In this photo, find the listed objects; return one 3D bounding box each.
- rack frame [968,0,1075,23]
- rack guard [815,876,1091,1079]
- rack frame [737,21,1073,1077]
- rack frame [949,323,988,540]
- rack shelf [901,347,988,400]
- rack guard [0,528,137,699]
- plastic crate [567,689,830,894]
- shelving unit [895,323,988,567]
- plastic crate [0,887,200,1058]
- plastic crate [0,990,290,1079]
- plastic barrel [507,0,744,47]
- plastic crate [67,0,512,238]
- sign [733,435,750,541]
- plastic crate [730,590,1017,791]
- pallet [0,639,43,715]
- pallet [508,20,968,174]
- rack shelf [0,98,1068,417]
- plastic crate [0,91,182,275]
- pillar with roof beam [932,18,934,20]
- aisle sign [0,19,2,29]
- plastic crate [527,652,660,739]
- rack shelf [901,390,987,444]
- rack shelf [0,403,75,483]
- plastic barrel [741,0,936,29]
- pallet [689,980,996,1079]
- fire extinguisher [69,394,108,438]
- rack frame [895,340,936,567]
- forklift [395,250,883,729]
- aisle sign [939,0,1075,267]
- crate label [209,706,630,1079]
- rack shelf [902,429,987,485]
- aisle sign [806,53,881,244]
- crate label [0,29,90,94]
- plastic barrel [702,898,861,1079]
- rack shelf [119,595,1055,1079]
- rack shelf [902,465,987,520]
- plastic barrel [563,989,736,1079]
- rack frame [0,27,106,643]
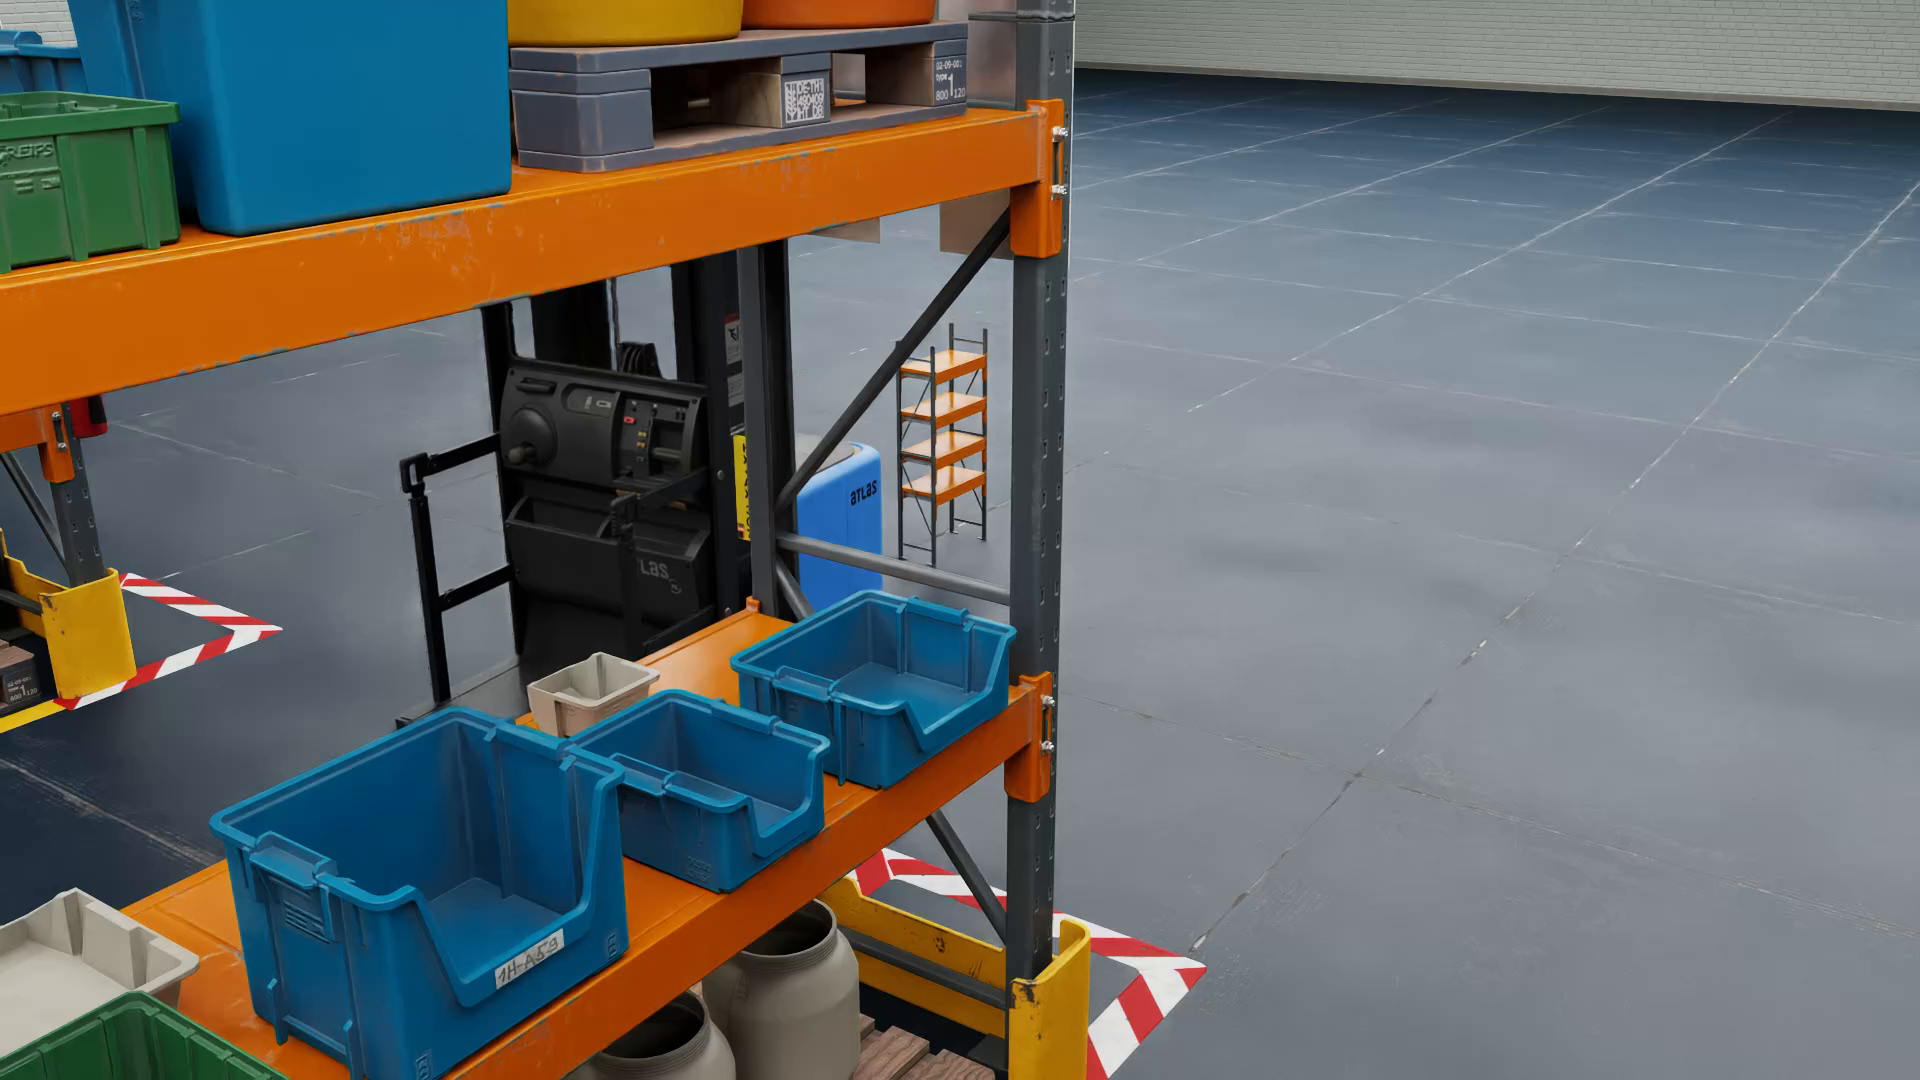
[{"bbox_3d":[-0.175,-2.725,3.661,1.000,3.000,0.127,13,24,32],"label":"rack frame"},{"bbox_3d":[-0.179,1.292,5.051,1.175,0.500,0.348,13,24,32],"label":"rack guard"},{"bbox_3d":[-0.175,0.089,4.702,1.000,3.000,0.127,13,24,32],"label":"rack frame"},{"bbox_3d":[0.044,-0.585,9.118,0.240,1.200,0.015,13,24,32],"label":"rack frame"},{"bbox_3d":[-0.093,-0.884,8.792,0.258,0.148,0.480,13,24,32],"label":"rack shelf"},{"bbox_3d":[-4.314,0.317,7.688,1.175,0.500,0.348,13,24,32],"label":"rack guard"},{"bbox_3d":[-0.579,0.546,3.681,0.499,0.251,0.408,13,24,32],"label":"plastic crate"},{"bbox_3d":[-0.093,-0.515,8.928,0.258,1.200,0.503,13,24,32],"label":"shelving unit"},{"bbox_3d":[-1.721,0.845,3.038,0.530,0.136,0.437,13,24,32],"label":"plastic crate"},{"bbox_3d":[-1.427,1.001,2.540,0.450,0.188,0.662,13,24,32],"label":"plastic crate"},{"bbox_3d":[-0.711,-1.252,3.124,0.600,0.588,0.600,0,20,0],"label":"plastic barrel"},{"bbox_3d":[-0.998,-0.705,2.546,0.392,0.384,0.575,13,24,32],"label":"plastic crate"},{"bbox_3d":[-0.628,-0.150,4.947,0.100,0.325,0.005,13,24,32],"label":"sign"},{"bbox_3d":[-0.209,0.360,4.181,0.499,0.251,0.616,13,24,32],"label":"plastic crate"},{"bbox_3d":[-4.800,0.679,7.126,1.003,0.211,1.213,13,24,32],"label":"pallet"},{"bbox_3d":[-0.721,-1.011,3.624,1.003,0.211,1.213,13,24,32],"label":"pallet"},{"bbox_3d":[-1.300,-0.407,2.755,1.077,0.370,4.000,13,24,32],"label":"rack shelf"},{"bbox_3d":[-1.312,-0.471,2.196,0.336,0.188,0.450,13,24,32],"label":"plastic crate"},{"bbox_3d":[2.713,-14.335,35.047,9.100,9.000,0.400,13,24,32],"label":"pillar with roof beam"},{"bbox_3d":[-3.989,-2.056,6.752,0.394,0.787,0.004,13,24,32],"label":"aisle sign"},{"bbox_3d":[-0.945,0.406,4.223,0.298,0.136,0.250,13,24,32],"label":"plastic crate"},{"bbox_3d":[-0.093,-0.662,8.874,0.258,0.148,0.480,13,24,32],"label":"rack shelf"},{"bbox_3d":[-5.396,0.034,5.886,1.077,0.370,4.000,13,24,32],"label":"rack shelf"},{"bbox_3d":[-0.344,-1.552,3.590,0.600,0.830,0.708,13,24,32],"label":"plastic barrel"},{"bbox_3d":[-0.640,1.660,4.474,1.003,0.211,1.213,13,24,32],"label":"pallet"},{"bbox_3d":[-3.826,-0.784,7.172,0.296,0.674,0.183,13,24,32],"label":"fire extinguisher"},{"bbox_3d":[-0.230,-0.445,8.739,0.240,1.200,0.015,13,24,32],"label":"rack frame"},{"bbox_3d":[-1.474,-0.410,6.148,1.130,2.935,3.031,11,23,26],"label":"forklift"},{"bbox_3d":[0.111,-1.093,4.150,0.394,0.787,0.004,13,24,32],"label":"aisle sign"},{"bbox_3d":[-0.986,0.653,3.125,0.502,0.435,0.616,13,24,32],"label":"crate label"},{"bbox_3d":[-0.093,-0.452,8.952,0.258,0.148,0.480,13,24,32],"label":"rack shelf"},{"bbox_3d":[-0.377,-1.208,4.461,0.394,0.787,0.004,13,24,32],"label":"aisle sign"},{"bbox_3d":[-1.501,-0.776,2.929,0.502,0.251,0.408,13,24,32],"label":"crate label"},{"bbox_3d":[-0.482,1.262,4.510,0.421,0.512,0.421,0,20,0],"label":"plastic barrel"},{"bbox_3d":[-1.300,1.000,3.275,1.077,0.370,4.000,13,24,32],"label":"rack shelf"},{"bbox_3d":[-0.093,-0.266,9.021,0.258,0.148,0.480,13,24,32],"label":"rack shelf"},{"bbox_3d":[-0.764,1.406,4.121,0.421,0.512,0.421,0,20,0],"label":"plastic barrel"},{"bbox_3d":[-4.272,-0.877,7.313,1.000,3.000,0.127,13,24,32],"label":"rack frame"}]
